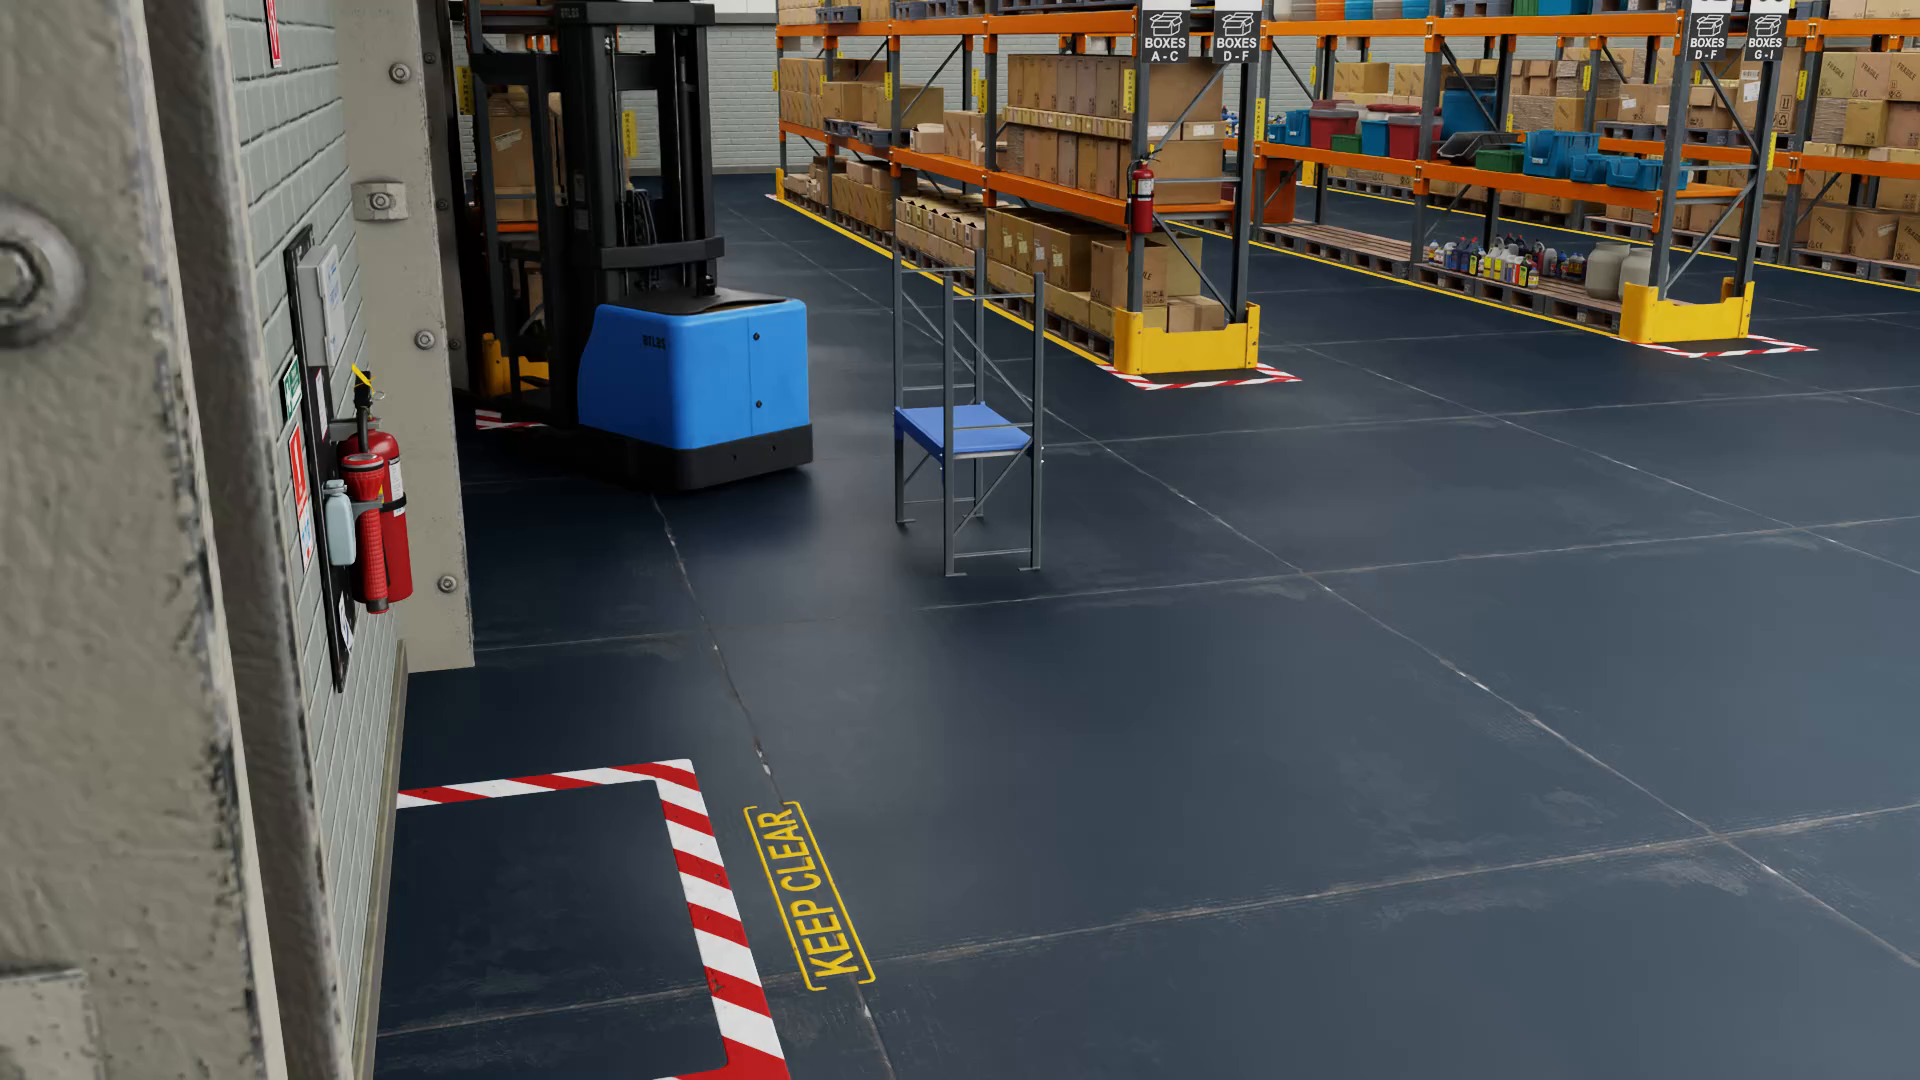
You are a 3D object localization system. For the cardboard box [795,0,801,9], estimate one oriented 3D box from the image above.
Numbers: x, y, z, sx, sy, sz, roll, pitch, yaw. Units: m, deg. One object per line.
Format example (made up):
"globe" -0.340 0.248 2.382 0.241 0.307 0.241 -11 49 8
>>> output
"cardboard box" -2.251 -8.315 25.596 0.500 0.250 0.500 -5 17 -15

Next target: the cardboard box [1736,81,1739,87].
"cardboard box" 12.755 -7.332 26.819 0.380 0.149 0.250 -5 17 -16

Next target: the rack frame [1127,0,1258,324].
"rack frame" 1.848 -2.863 13.268 1.000 3.000 0.127 -5 17 -15

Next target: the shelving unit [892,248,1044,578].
"shelving unit" 0.023 -0.695 8.658 0.538 1.500 1.048 -5 17 -15

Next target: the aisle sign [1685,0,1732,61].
"aisle sign" 6.346 -4.455 14.050 0.394 0.787 0.004 -5 17 -15

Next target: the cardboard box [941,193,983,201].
"cardboard box" 0.030 -4.103 20.472 0.500 0.311 0.500 -4 17 -14

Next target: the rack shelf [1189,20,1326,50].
"rack shelf" 3.863 -7.112 23.449 1.077 0.370 4.000 -5 17 -15

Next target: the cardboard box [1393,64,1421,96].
"cardboard box" 7.559 -7.639 27.609 0.500 0.500 0.500 -5 17 -15

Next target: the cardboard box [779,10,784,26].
"cardboard box" -2.652 -8.491 27.052 0.500 0.250 0.500 -5 17 -15

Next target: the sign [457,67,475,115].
"sign" -3.453 -3.138 11.622 0.100 0.325 0.005 -5 17 -15

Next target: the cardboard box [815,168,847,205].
"cardboard box" -1.879 -5.331 25.065 0.500 0.500 0.500 -5 17 -15

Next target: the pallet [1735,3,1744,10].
"pallet" 9.919 -6.564 20.702 1.213 0.211 1.003 -5 17 -15

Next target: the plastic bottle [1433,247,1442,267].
"plastic bottle" 5.206 -3.079 18.089 0.097 0.201 0.097 0 17 0

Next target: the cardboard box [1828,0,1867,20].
"cardboard box" 10.152 -5.971 18.664 0.500 0.250 0.500 -5 18 -17

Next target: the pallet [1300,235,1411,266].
"pallet" 4.920 -3.577 20.492 1.003 0.211 1.213 -5 17 -15

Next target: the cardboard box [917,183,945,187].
"cardboard box" -0.483 -4.521 22.370 0.500 0.500 0.500 -5 17 -16

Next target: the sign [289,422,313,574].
"sign" -1.594 -0.105 4.026 0.001 0.329 0.234 -5 17 -15

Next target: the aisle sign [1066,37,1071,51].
"aisle sign" 1.909 -8.921 28.916 0.394 0.787 0.004 -5 17 -15

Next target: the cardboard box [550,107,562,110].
"cardboard box" -3.018 -3.204 13.326 0.500 0.500 0.500 -5 18 -17

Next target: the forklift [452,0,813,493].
"forklift" -2.327 -2.020 10.583 3.031 2.935 1.130 15 23 41

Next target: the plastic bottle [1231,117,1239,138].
"plastic bottle" 3.761 -5.634 22.717 0.097 0.271 0.097 0 17 0

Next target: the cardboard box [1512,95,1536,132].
"cardboard box" 8.524 -6.304 24.552 0.500 0.500 0.500 -5 18 -17

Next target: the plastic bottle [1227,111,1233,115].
"plastic bottle" 3.972 -6.189 24.558 0.152 0.276 0.135 -5 17 -15

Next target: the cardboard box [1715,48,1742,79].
"cardboard box" 12.983 -8.142 28.414 0.500 0.500 0.500 -4 17 -14

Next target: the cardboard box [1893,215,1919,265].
"cardboard box" 10.757 -3.318 18.400 0.500 0.500 0.500 -6 18 -20

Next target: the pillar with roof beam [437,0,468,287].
"pillar with roof beam" -1.448 -7.469 18.173 9.100 9.000 0.400 -5 17 -15

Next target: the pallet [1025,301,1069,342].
"pallet" 1.266 -2.072 15.484 1.003 0.211 1.213 -5 17 -15

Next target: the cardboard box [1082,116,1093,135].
"cardboard box" 1.276 -3.597 14.413 0.380 0.149 0.250 -4 17 -14

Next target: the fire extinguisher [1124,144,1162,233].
"fire extinguisher" 1.434 -2.756 13.049 0.296 0.674 0.183 -5 17 -15

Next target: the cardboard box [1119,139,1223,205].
"cardboard box" 1.732 -3.041 13.687 0.700 0.500 0.500 -5 17 -15

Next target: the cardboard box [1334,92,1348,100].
"cardboard box" 6.998 -7.844 29.595 0.500 0.250 0.500 -5 17 -16

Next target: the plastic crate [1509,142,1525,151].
"plastic crate" 6.077 -4.004 17.326 0.499 0.251 0.616 -5 17 -15

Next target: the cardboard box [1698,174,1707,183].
"cardboard box" 13.082 -6.290 28.905 0.380 0.149 0.250 -5 18 -18

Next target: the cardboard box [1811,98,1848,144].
"cardboard box" 10.339 -4.812 19.068 0.875 0.500 0.500 -5 17 -15

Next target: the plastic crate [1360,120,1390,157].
"plastic crate" 4.910 -4.633 19.188 0.392 0.384 0.575 -5 17 -15

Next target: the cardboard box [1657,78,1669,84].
"cardboard box" 12.327 -7.774 28.927 0.500 0.500 0.500 -5 17 -17

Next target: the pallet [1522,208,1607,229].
"pallet" 9.031 -4.746 24.386 1.003 0.211 1.213 -5 17 -15

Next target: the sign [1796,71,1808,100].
"sign" 9.742 -5.261 19.240 0.100 0.325 0.005 -5 17 -15

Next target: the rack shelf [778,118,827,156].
"rack shelf" -2.000 -6.391 26.264 1.077 0.370 4.000 -5 17 -15

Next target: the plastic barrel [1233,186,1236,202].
"plastic barrel" 4.021 -4.759 23.176 0.421 0.512 0.421 0 17 0

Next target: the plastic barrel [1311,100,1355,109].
"plastic barrel" 4.832 -5.427 21.568 0.600 0.536 0.708 -5 17 -15

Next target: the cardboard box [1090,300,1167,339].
"cardboard box" 1.416 -1.872 14.020 0.500 0.250 0.500 -5 17 -15

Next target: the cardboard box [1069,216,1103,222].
"cardboard box" 1.353 -2.824 15.887 0.500 0.500 0.500 -5 17 -15

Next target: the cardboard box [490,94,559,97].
"cardboard box" -4.610 -4.469 17.679 0.700 0.500 0.500 -5 17 -15

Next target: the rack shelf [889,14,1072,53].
"rack shelf" 0.199 -5.614 18.466 1.077 0.370 4.000 -5 17 -15

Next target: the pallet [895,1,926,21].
"pallet" -0.078 -6.241 19.630 1.213 0.211 1.003 -4 17 -13

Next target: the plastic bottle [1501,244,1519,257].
"plastic bottle" 5.884 -3.039 17.825 0.152 0.276 0.135 -5 17 -15

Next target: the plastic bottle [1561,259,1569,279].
"plastic bottle" 6.264 -2.800 17.159 0.097 0.201 0.097 0 17 0

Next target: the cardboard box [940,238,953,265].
"cardboard box" 0.078 -3.227 18.530 0.500 0.250 0.500 -4 17 -14

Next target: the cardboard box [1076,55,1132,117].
"cardboard box" 1.428 -3.961 14.496 0.700 0.500 0.500 -5 17 -15

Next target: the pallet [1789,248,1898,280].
"pallet" 10.493 -3.233 19.348 1.003 0.211 1.213 -5 17 -15

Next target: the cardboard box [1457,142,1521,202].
"cardboard box" 8.517 -5.725 25.761 1.225 0.875 0.875 -5 18 -17

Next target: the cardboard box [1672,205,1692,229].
"cardboard box" 9.706 -4.379 21.896 0.700 0.500 0.500 -3 17 -11

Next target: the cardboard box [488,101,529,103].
"cardboard box" -3.946 -3.584 14.590 0.500 0.500 0.500 -5 17 -16

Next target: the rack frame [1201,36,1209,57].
"rack frame" 3.314 -6.573 25.619 1.000 3.000 0.127 -5 17 -15

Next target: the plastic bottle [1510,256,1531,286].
"plastic bottle" 5.642 -2.705 16.712 0.152 0.276 0.135 -5 17 -15

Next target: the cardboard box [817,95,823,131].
"cardboard box" -1.834 -6.348 24.697 0.500 0.500 0.500 -4 17 -14
